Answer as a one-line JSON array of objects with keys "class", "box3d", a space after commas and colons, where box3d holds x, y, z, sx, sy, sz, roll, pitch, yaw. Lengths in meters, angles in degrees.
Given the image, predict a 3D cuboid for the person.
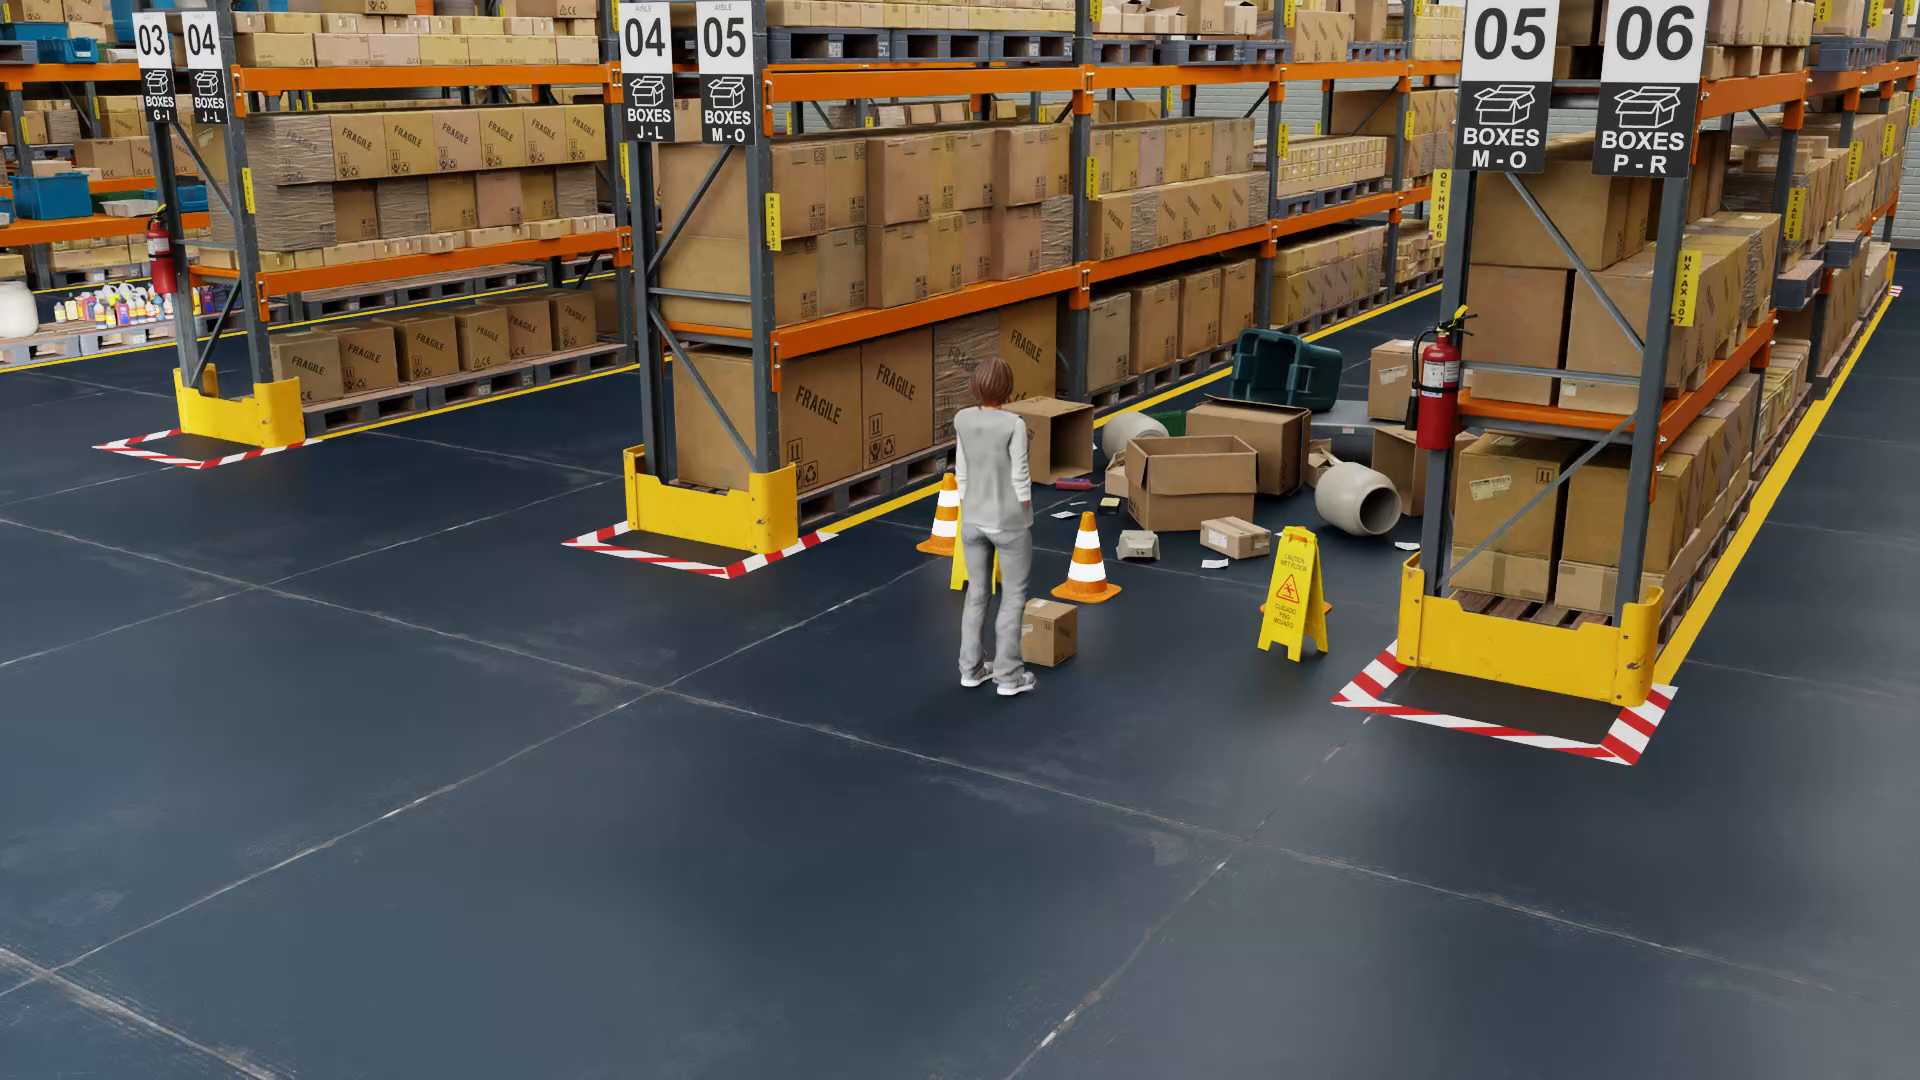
[{"class": "person", "box3d": [0.155, -0.066, 7.788, 0.406, 1.596, 0.307, 10, 19, 31]}]
